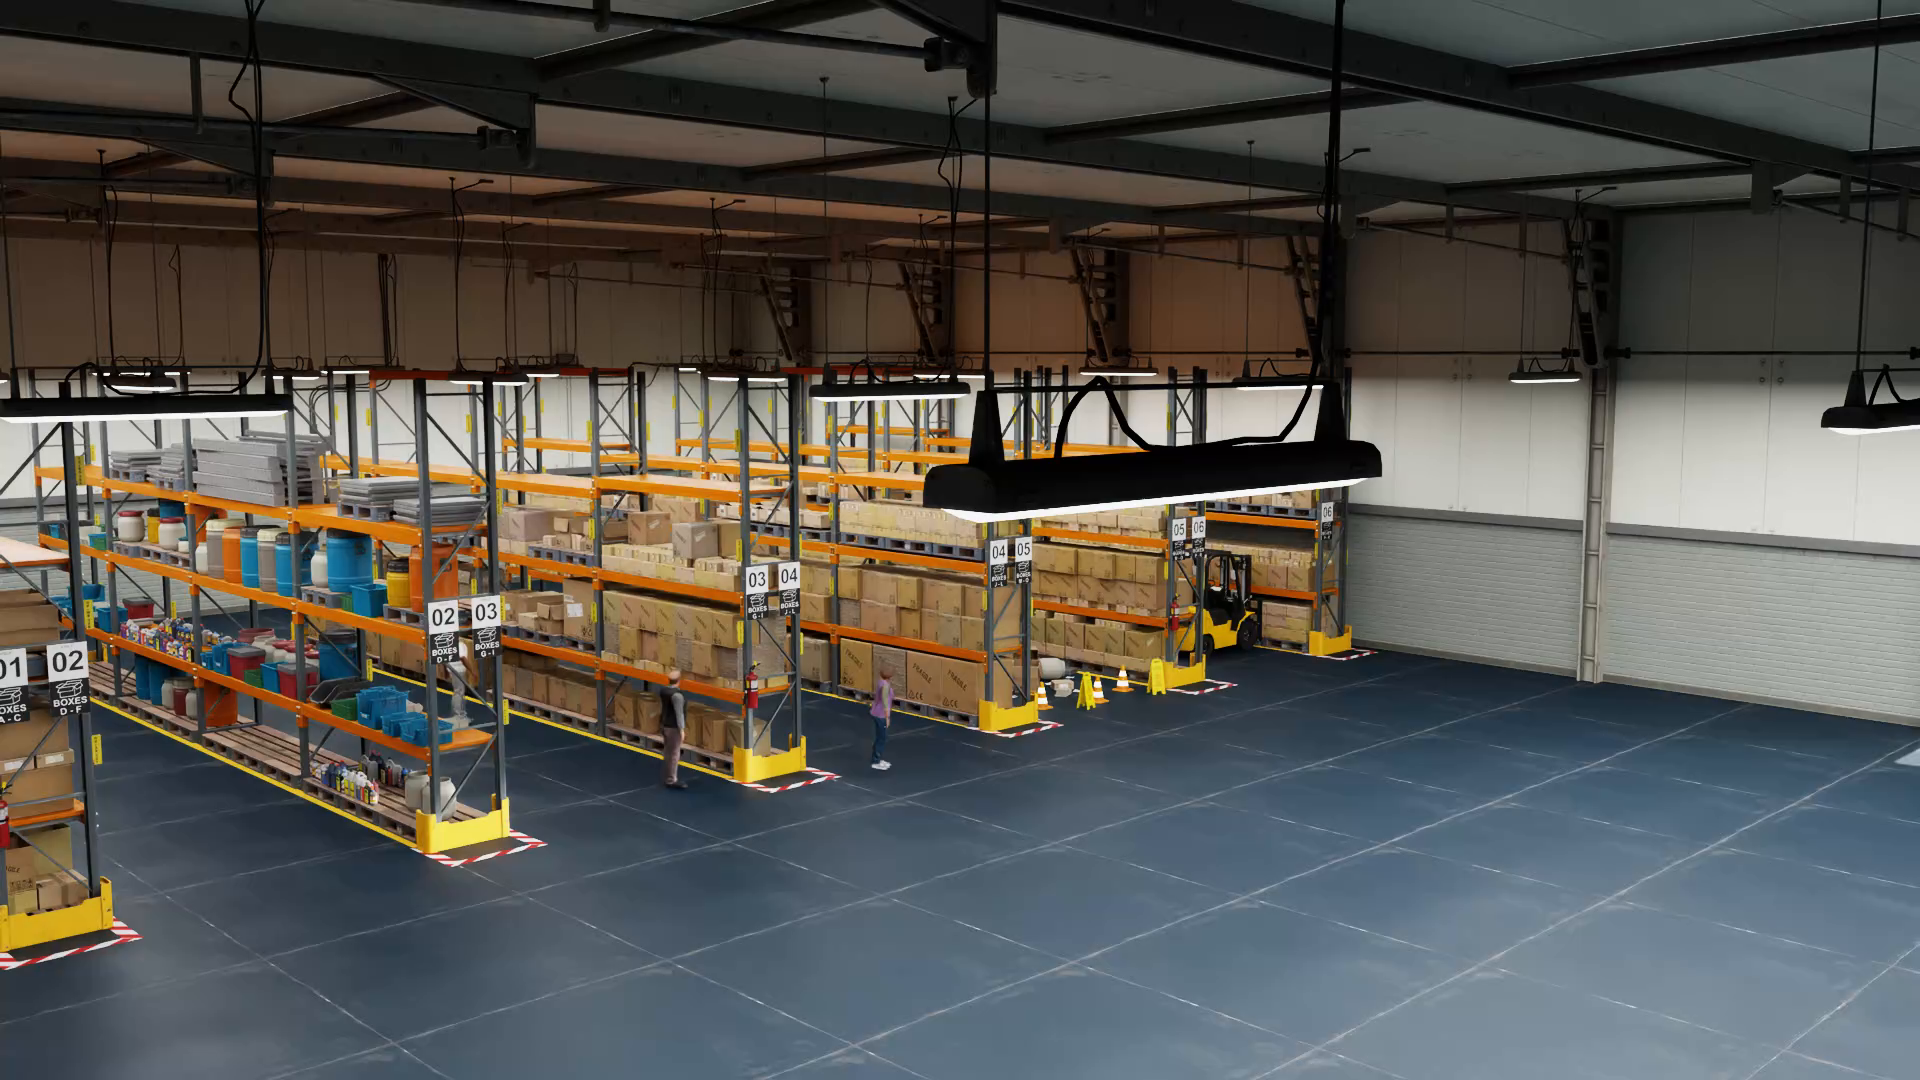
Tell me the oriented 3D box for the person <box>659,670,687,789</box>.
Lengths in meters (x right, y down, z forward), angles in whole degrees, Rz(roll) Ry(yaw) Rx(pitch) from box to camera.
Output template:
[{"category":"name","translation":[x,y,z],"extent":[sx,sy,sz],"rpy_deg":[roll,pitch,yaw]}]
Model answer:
[{"category":"person","translation":[-4.164,2.749,24.185],"extent":[0.369,1.729,0.563],"rpy_deg":[-3,7,-28]}]

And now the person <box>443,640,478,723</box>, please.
[{"category":"person","translation":[-8.535,2.261,28.377],"extent":[0.599,1.807,0.579],"rpy_deg":[-2,7,-16]}]

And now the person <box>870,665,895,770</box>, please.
[{"category":"person","translation":[-1.184,2.694,25.317],"extent":[0.376,1.601,0.451],"rpy_deg":[-1,7,-11]}]
